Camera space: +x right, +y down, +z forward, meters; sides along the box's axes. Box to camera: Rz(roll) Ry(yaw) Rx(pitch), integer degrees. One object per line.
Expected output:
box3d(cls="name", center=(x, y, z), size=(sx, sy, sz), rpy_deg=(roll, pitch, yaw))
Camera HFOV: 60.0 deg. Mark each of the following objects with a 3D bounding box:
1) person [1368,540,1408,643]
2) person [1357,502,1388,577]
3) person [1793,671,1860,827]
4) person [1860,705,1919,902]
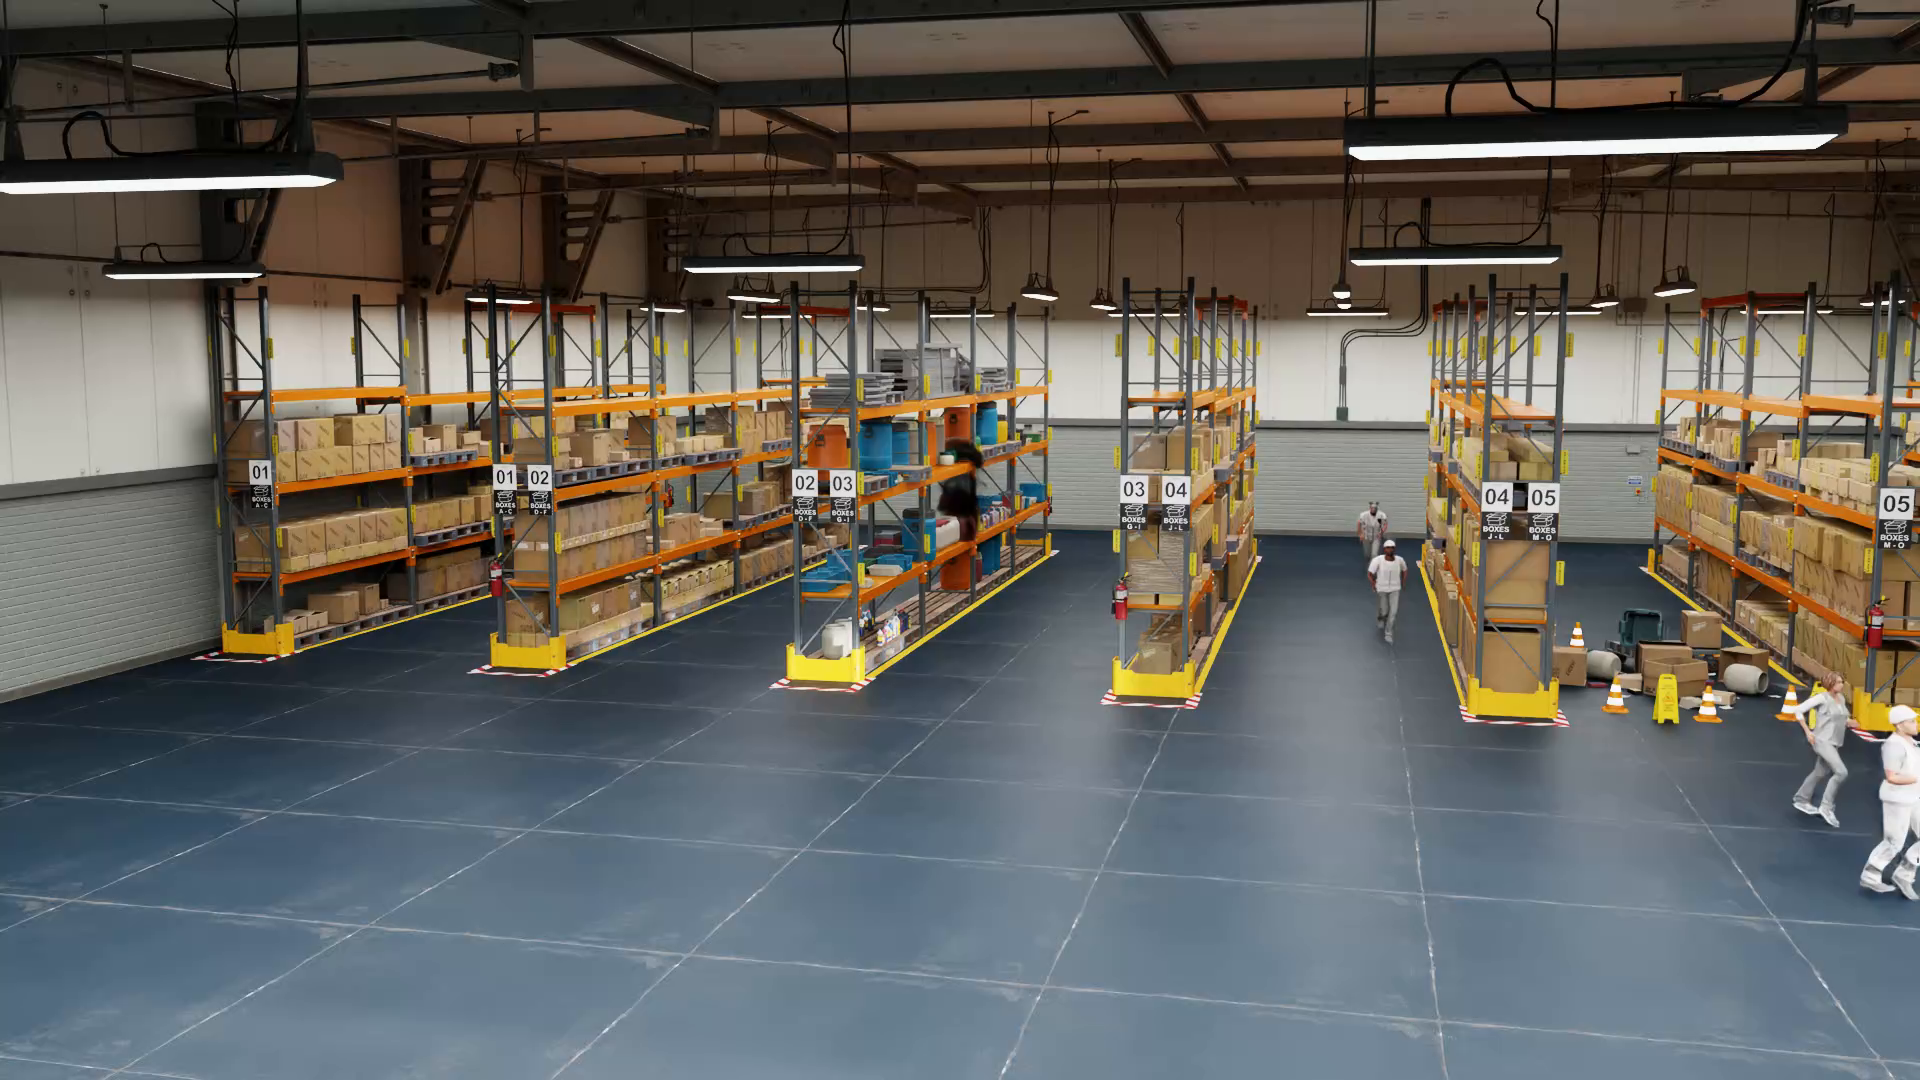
box3d(cls="person", center=(7.384, 0.864, 28.679), size=(0.698, 1.743, 0.779), rpy_deg=(1, 7, 5))
box3d(cls="person", center=(9.105, -0.032, 36.747), size=(0.661, 1.712, 0.820), rpy_deg=(1, 7, 6))
box3d(cls="person", center=(9.178, 2.190, 17.605), size=(0.516, 1.622, 0.663), rpy_deg=(-5, 8, -35))
box3d(cls="person", center=(8.578, 2.397, 15.064), size=(0.635, 1.809, 0.681), rpy_deg=(-5, 8, -38))
